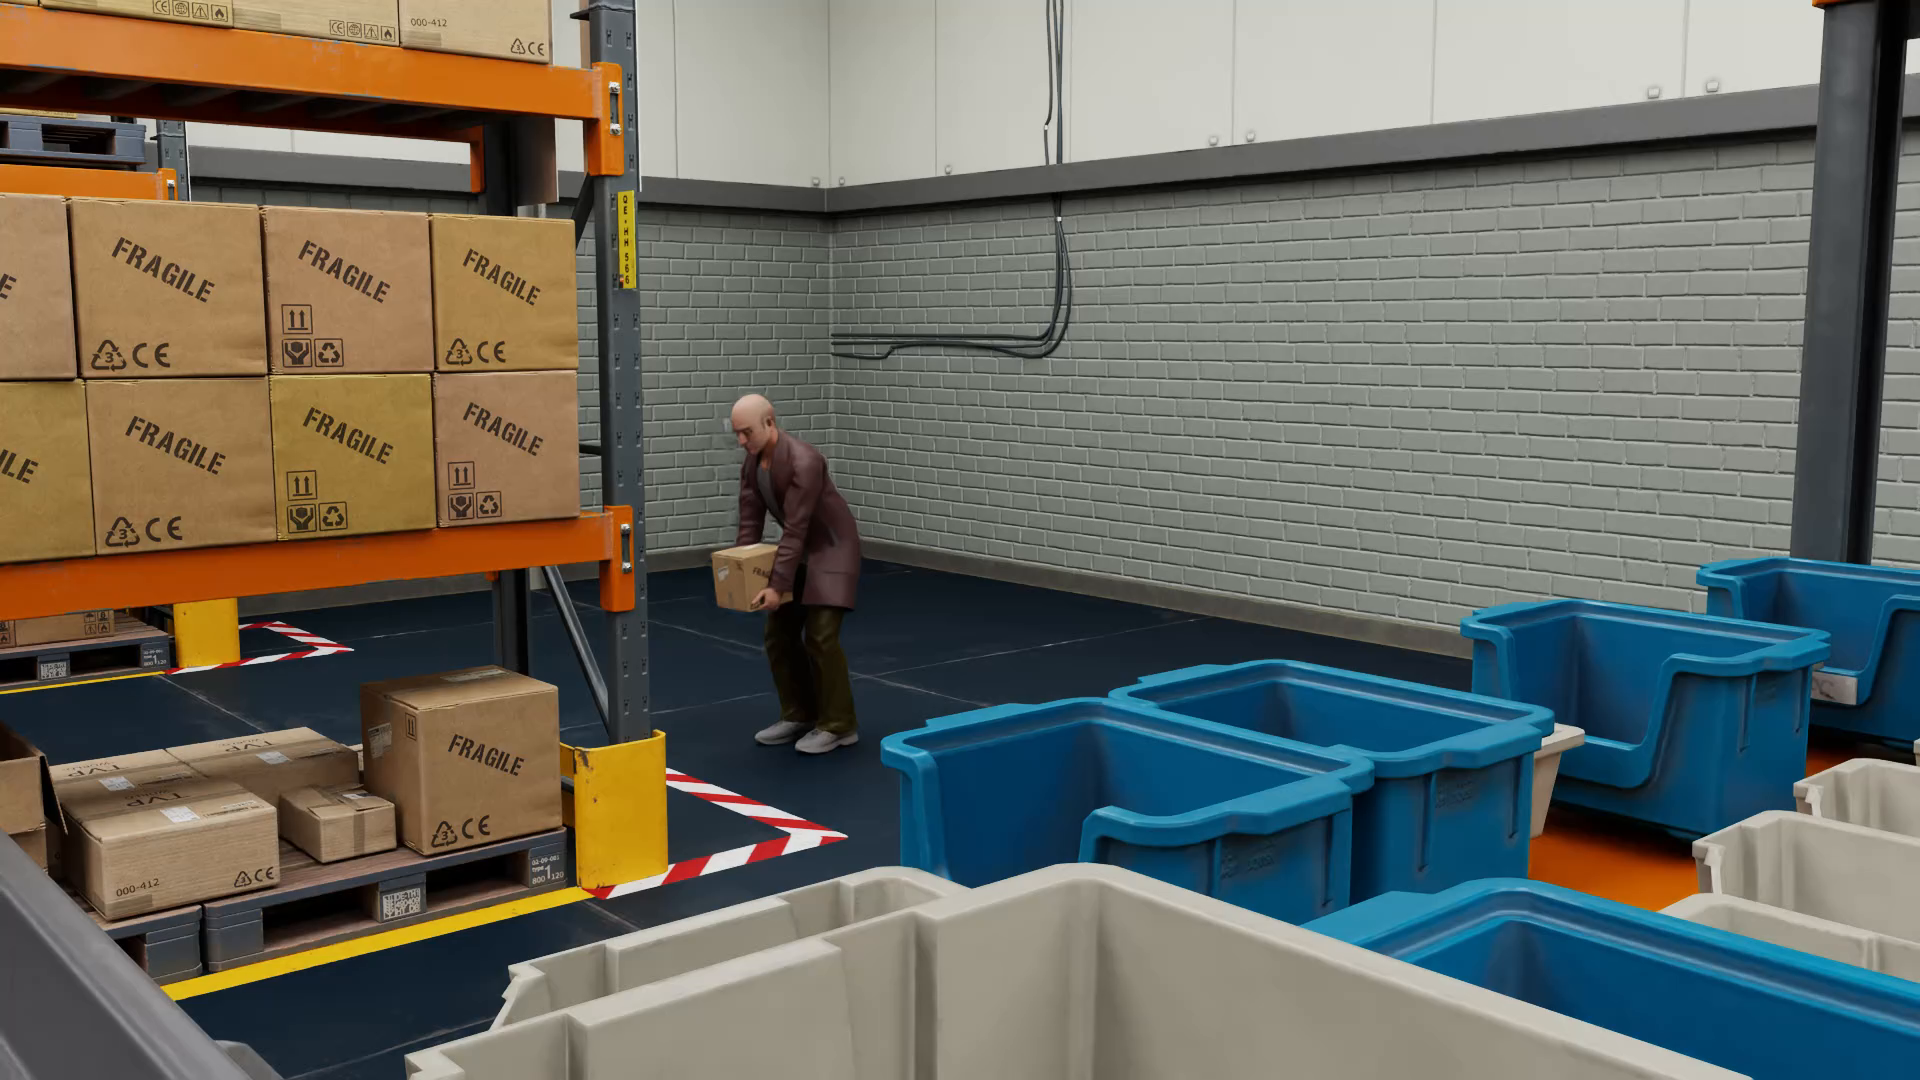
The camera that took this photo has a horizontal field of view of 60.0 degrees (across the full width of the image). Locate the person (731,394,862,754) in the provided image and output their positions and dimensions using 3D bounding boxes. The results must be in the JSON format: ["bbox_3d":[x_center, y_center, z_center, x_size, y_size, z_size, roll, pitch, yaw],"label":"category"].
[{"bbox_3d":[-0.772,0.152,7.673,0.662,1.649,0.543,-7,10,-42],"label":"person"}]
